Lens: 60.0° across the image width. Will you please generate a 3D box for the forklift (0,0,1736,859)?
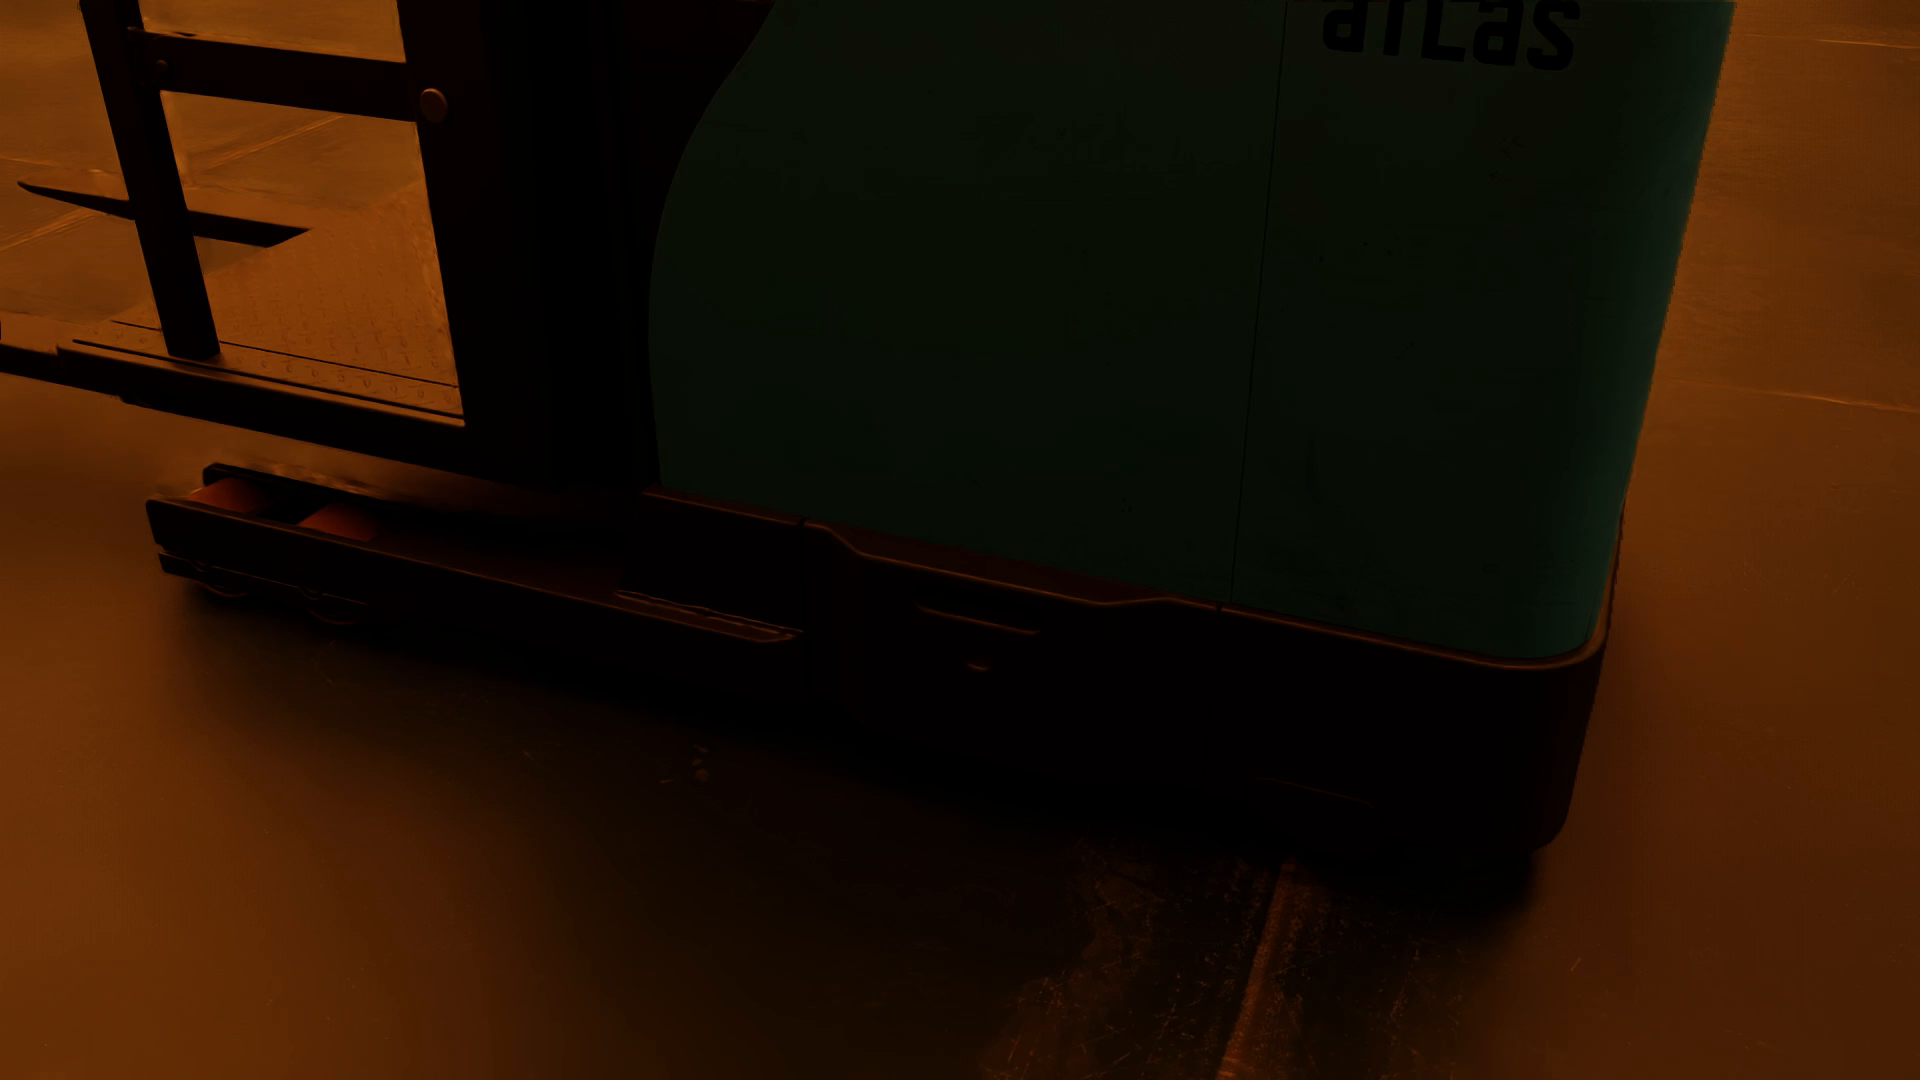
[{"bbox_3d":[-0.580,-1.384,1.969,3.031,2.935,1.130,11,31,19],"label":"forklift"}]
